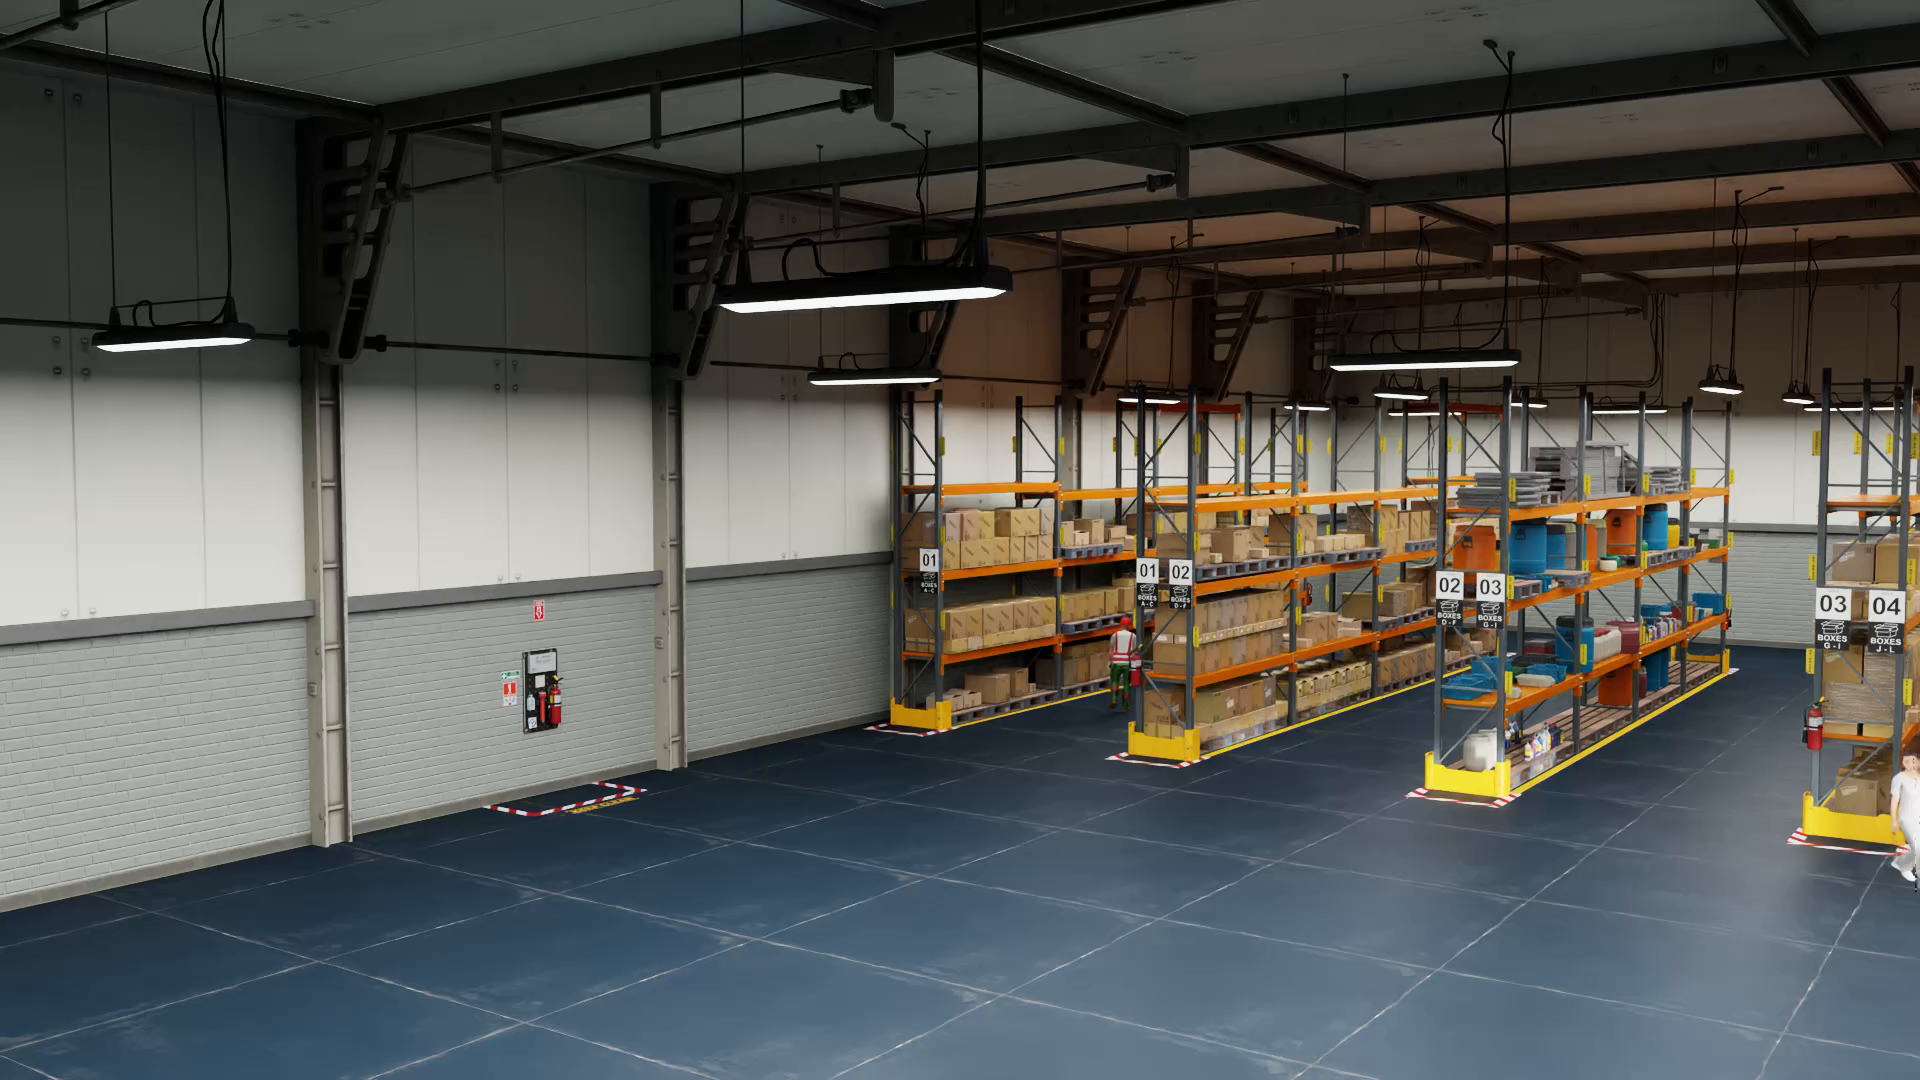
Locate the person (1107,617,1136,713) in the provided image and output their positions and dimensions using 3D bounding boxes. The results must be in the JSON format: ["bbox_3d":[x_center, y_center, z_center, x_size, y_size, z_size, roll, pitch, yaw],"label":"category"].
[{"bbox_3d":[3.078,2.344,31.330,0.602,1.791,0.467,1,3,9],"label":"person"}]

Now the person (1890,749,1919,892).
[{"bbox_3d":[10.665,3.142,18.582,0.450,1.623,0.910,0,3,-6],"label":"person"}]
